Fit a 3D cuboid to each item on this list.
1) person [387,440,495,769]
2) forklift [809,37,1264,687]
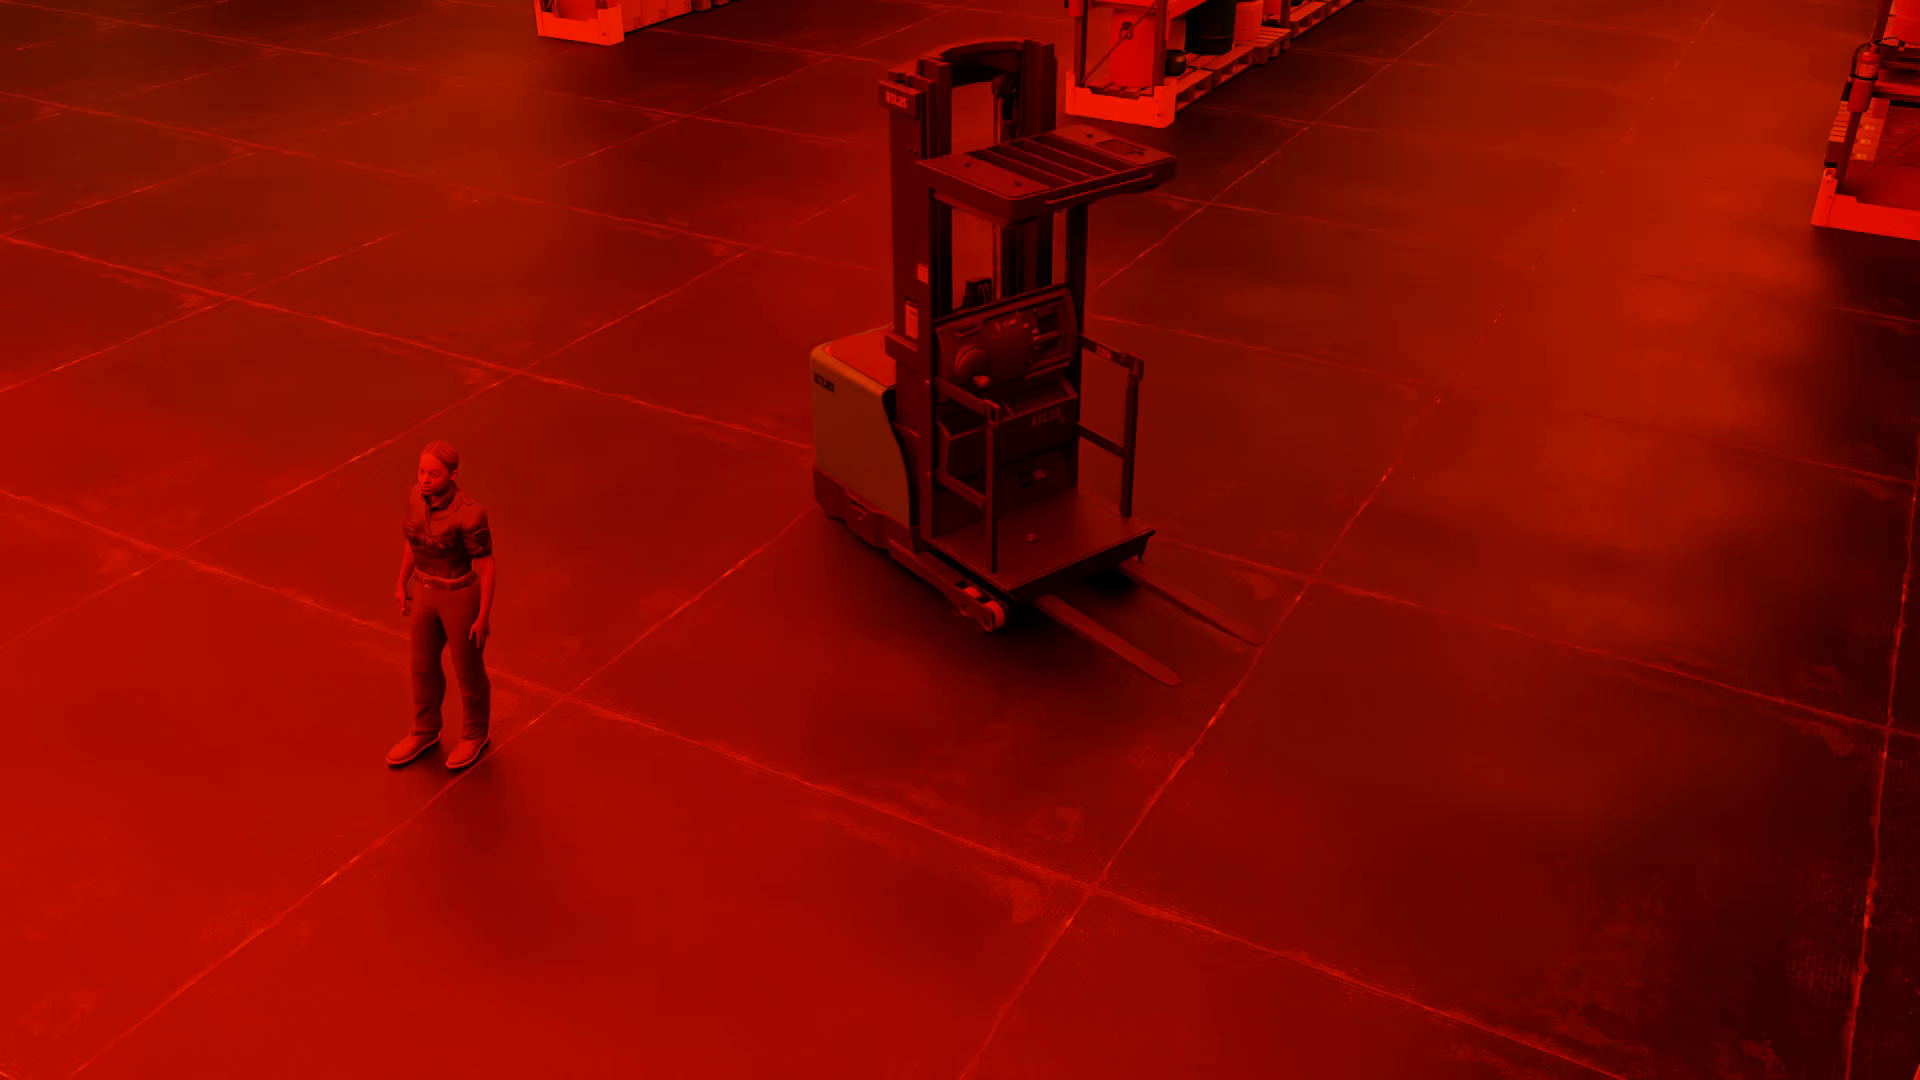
[{"bbox_3d":[-2.452,0.326,7.770,0.570,1.654,0.505,15,33,24],"label":"person"},{"bbox_3d":[0.393,-1.047,8.885,1.130,2.935,3.031,-21,36,-32],"label":"forklift"}]
